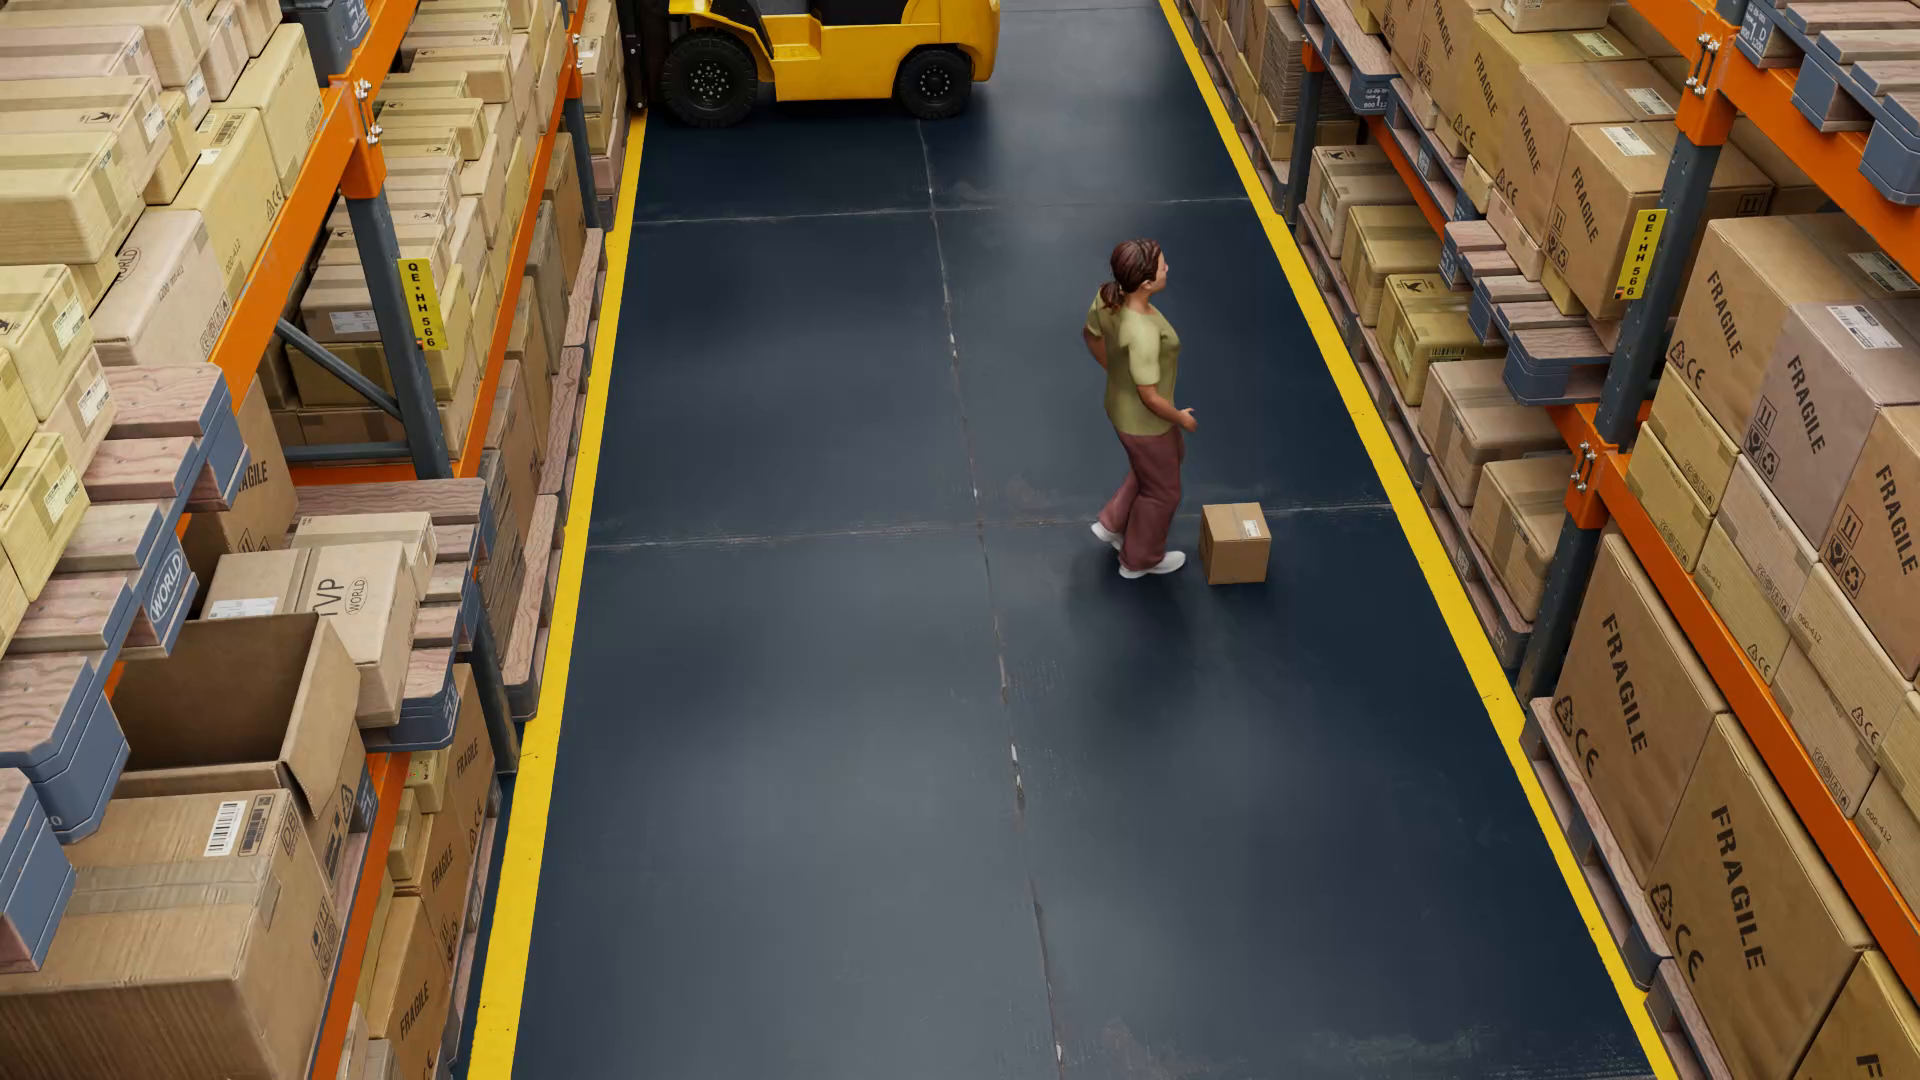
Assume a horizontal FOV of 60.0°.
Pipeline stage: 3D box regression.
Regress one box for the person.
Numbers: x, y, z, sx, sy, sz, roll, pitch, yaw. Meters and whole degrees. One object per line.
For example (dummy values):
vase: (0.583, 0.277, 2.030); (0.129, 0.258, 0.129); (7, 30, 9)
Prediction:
person: (0.754, -0.500, 6.814); (0.484, 1.695, 0.555); (-9, 40, -10)
